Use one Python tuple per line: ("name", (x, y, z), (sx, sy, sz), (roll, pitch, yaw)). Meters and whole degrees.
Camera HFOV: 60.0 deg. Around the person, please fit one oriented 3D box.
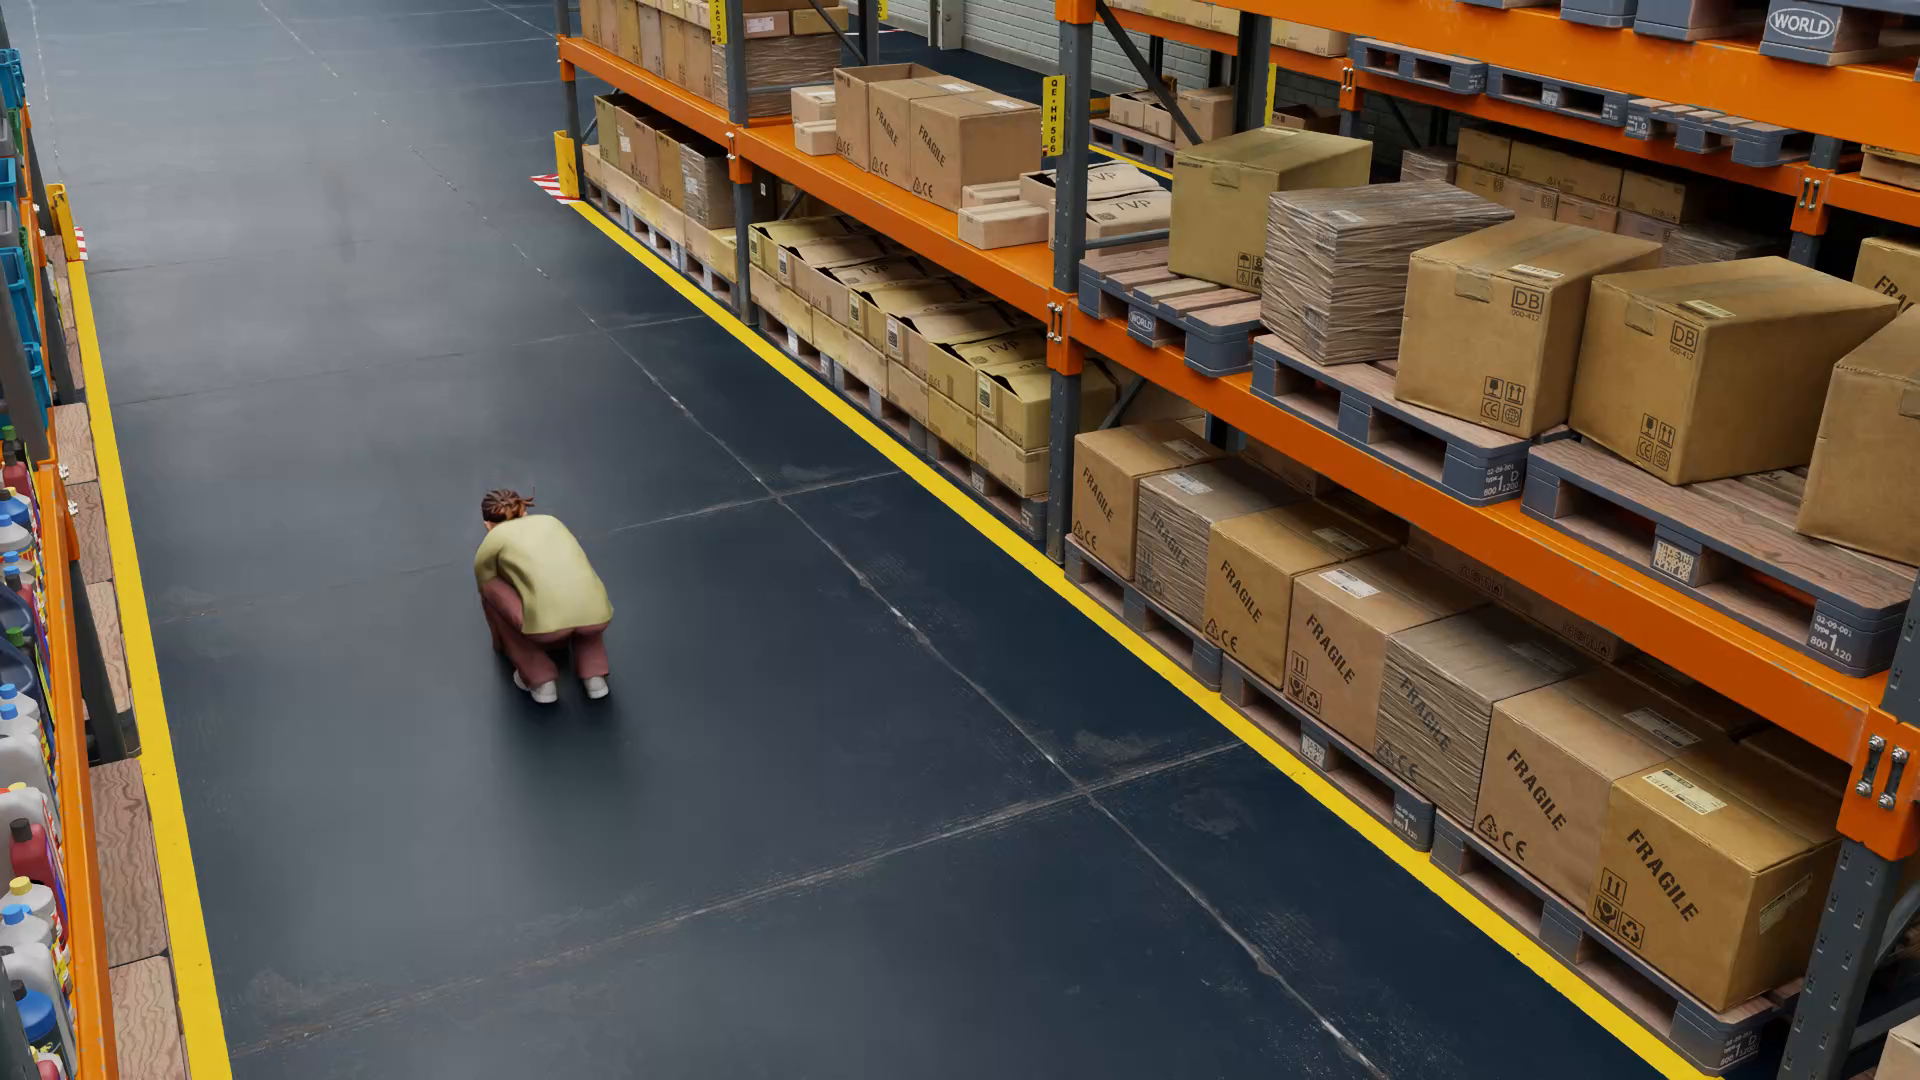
("person", (-1.694, 0.240, 6.751), (0.459, 0.793, 0.847), (-14, 29, -26))
